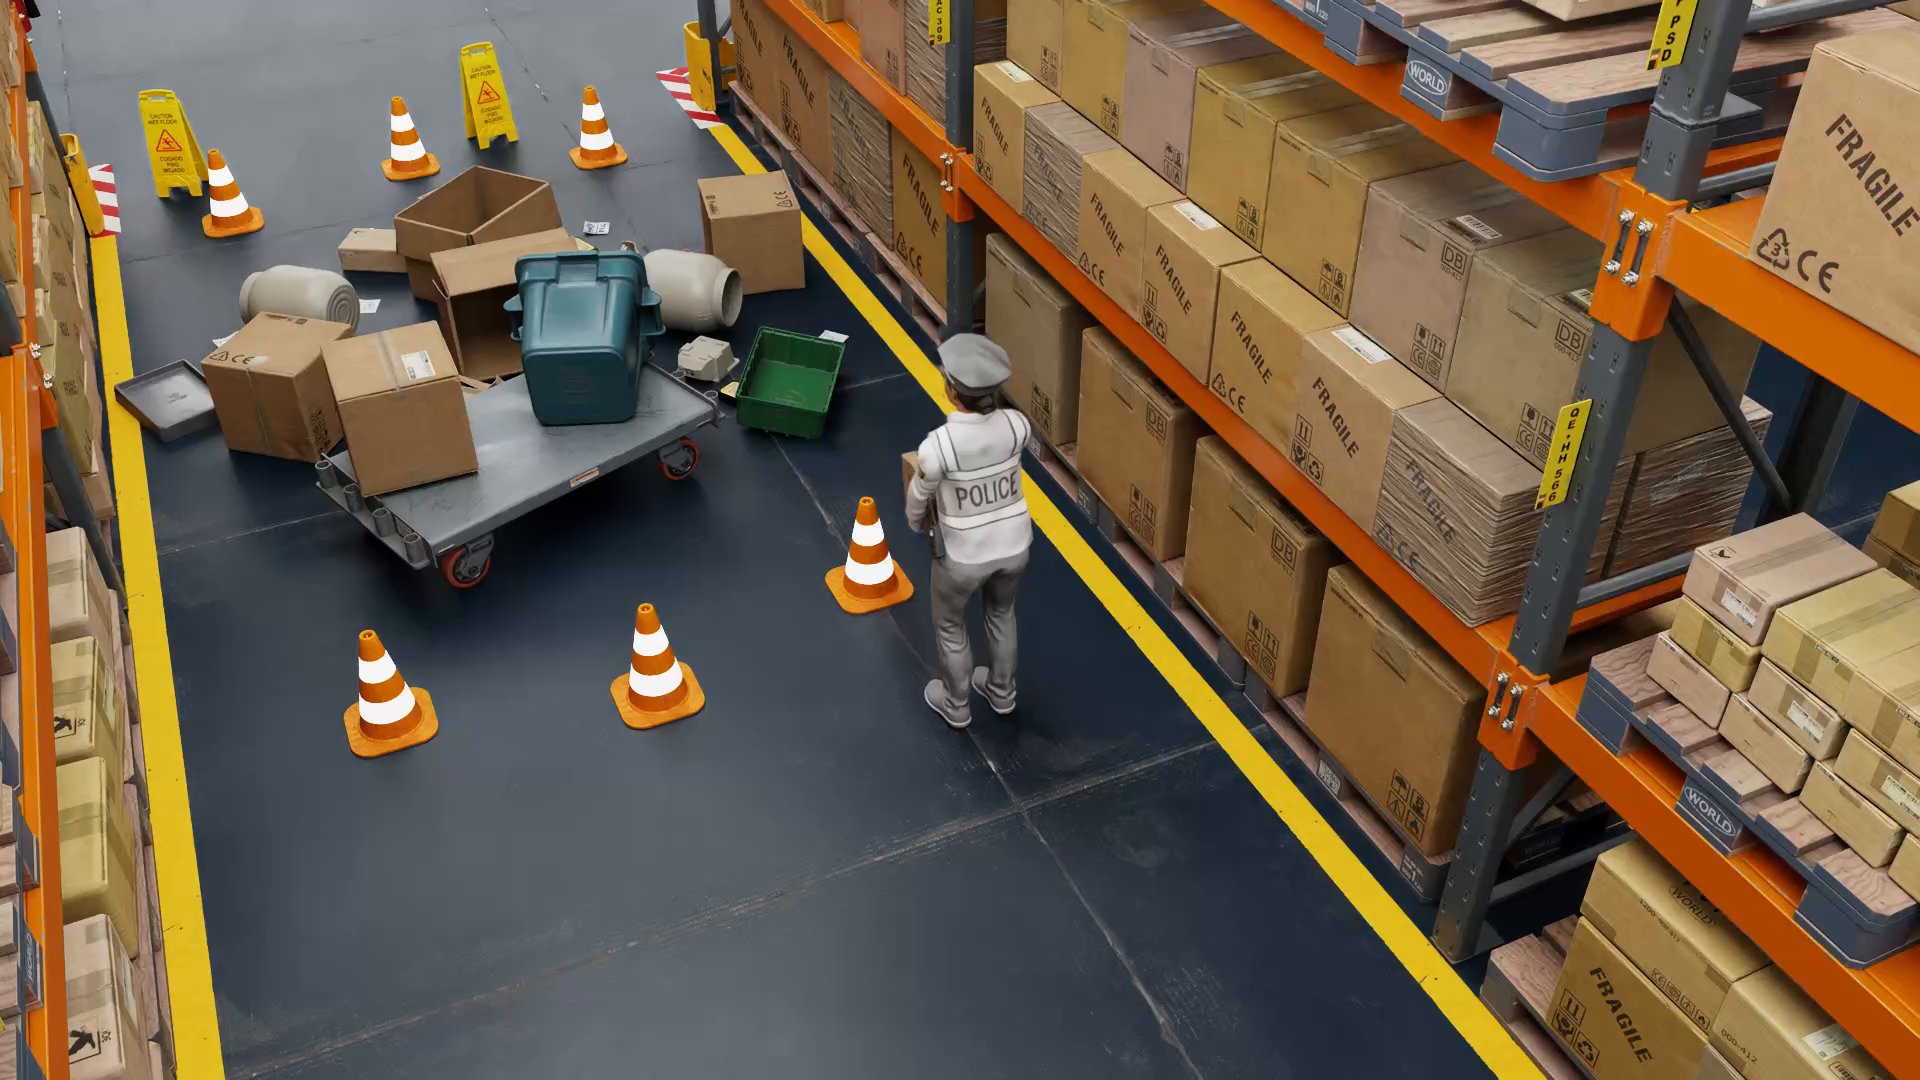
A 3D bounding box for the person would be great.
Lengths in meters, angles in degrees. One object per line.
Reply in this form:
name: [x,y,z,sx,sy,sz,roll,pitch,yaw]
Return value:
person: [0.023,-0.015,6.167,0.415,1.677,0.533,-17,41,-20]
